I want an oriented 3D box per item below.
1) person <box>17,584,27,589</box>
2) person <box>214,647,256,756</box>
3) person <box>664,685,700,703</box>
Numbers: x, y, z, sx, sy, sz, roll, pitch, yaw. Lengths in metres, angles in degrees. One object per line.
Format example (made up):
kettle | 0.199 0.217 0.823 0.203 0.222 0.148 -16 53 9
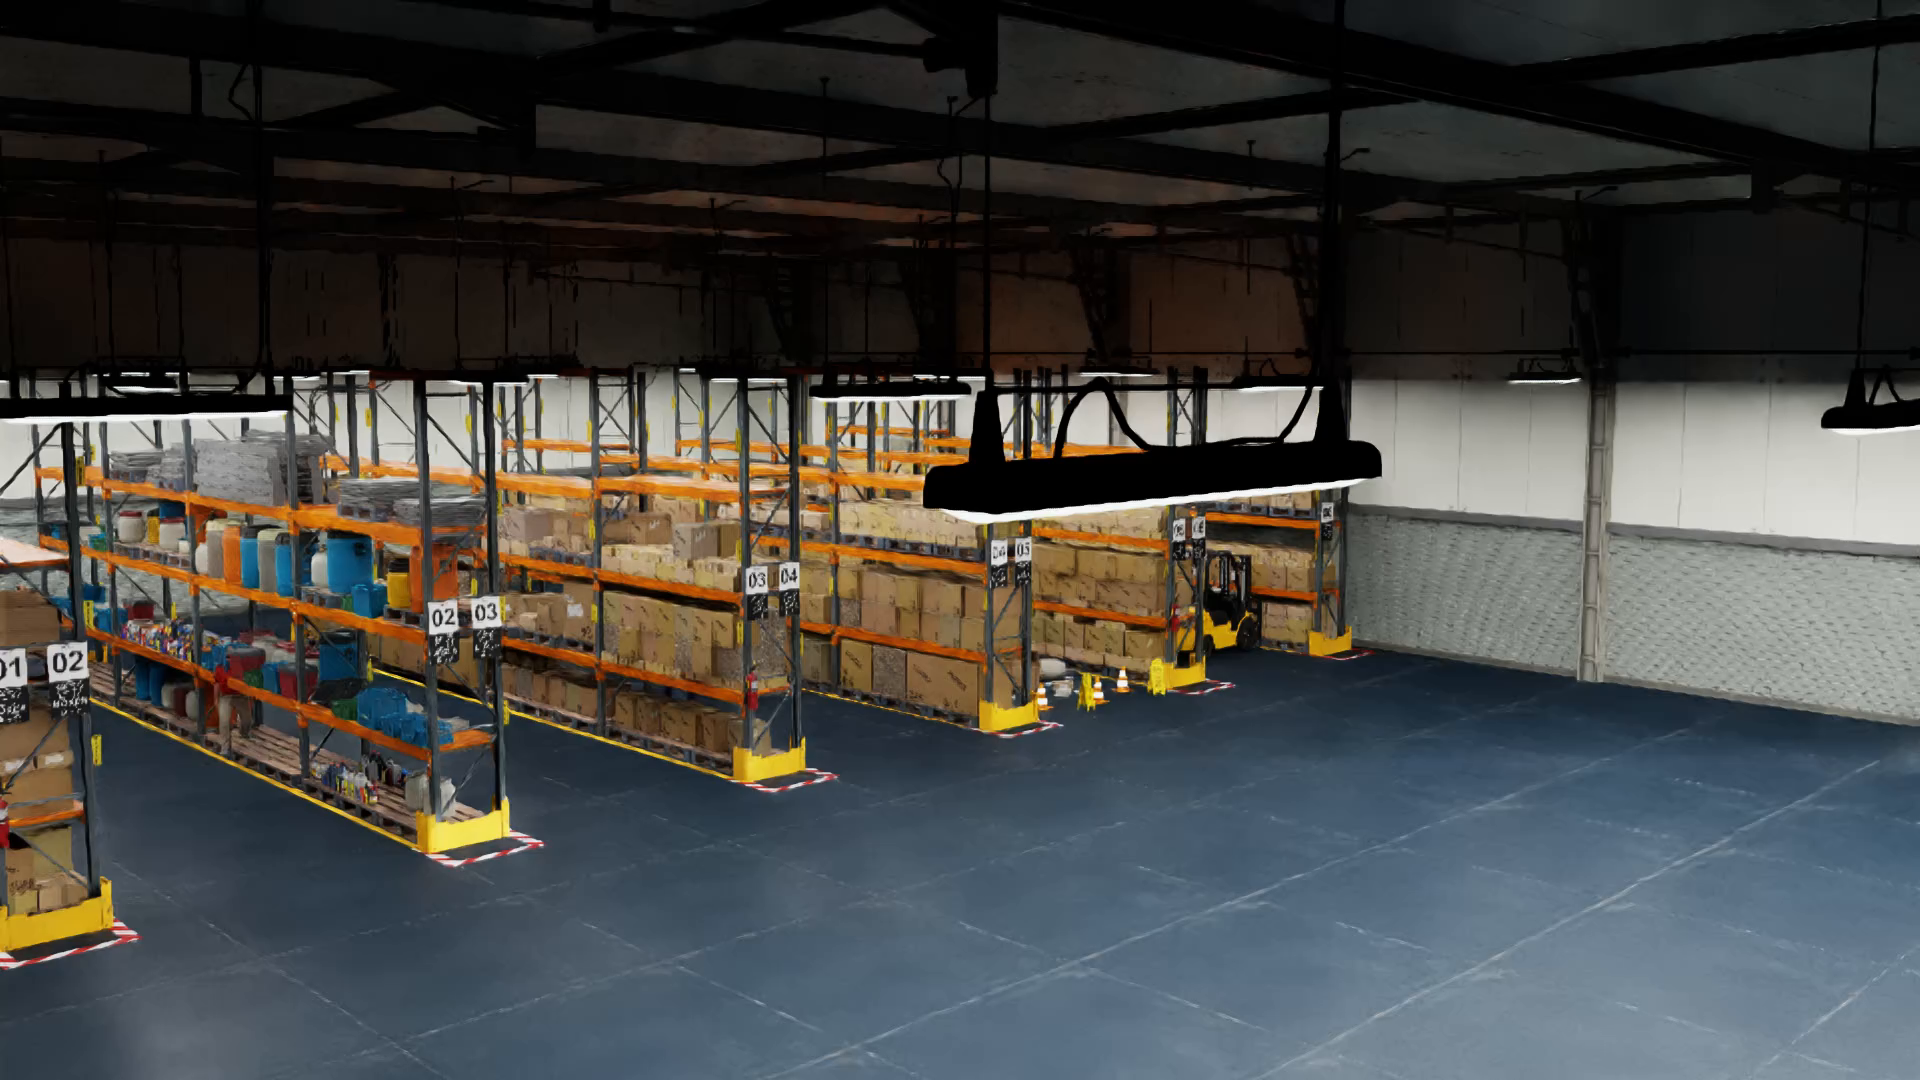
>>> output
person | -18.893 1.711 33.578 0.580 1.680 0.933 -2 7 -16
person | -11.385 2.496 26.068 0.583 1.686 0.983 -3 7 -22
person | -5.054 2.159 30.072 0.628 1.583 0.828 -5 8 -39
